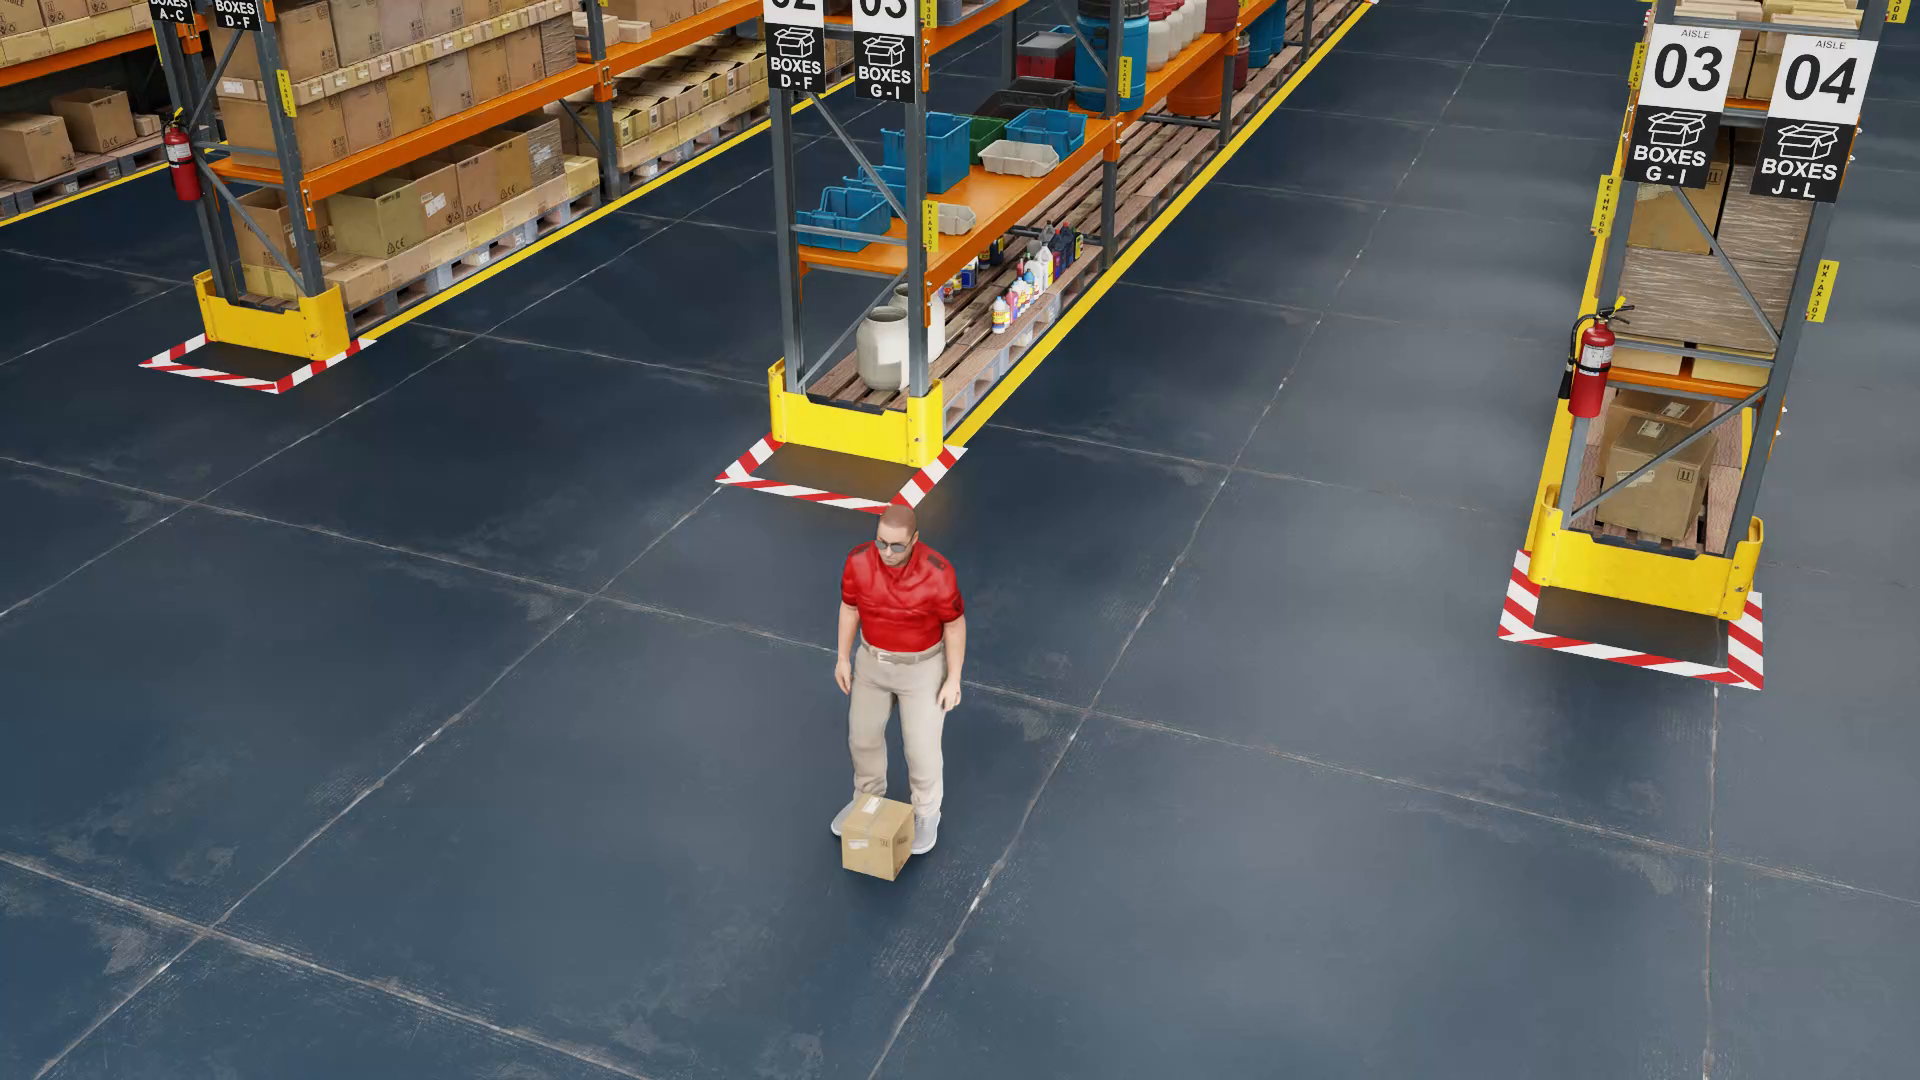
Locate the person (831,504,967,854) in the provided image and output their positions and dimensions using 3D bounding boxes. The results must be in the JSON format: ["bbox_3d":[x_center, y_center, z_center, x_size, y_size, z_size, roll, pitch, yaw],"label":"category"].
[{"bbox_3d":[-0.273,0.584,7.378,0.606,1.727,0.391,9,31,16],"label":"person"}]
